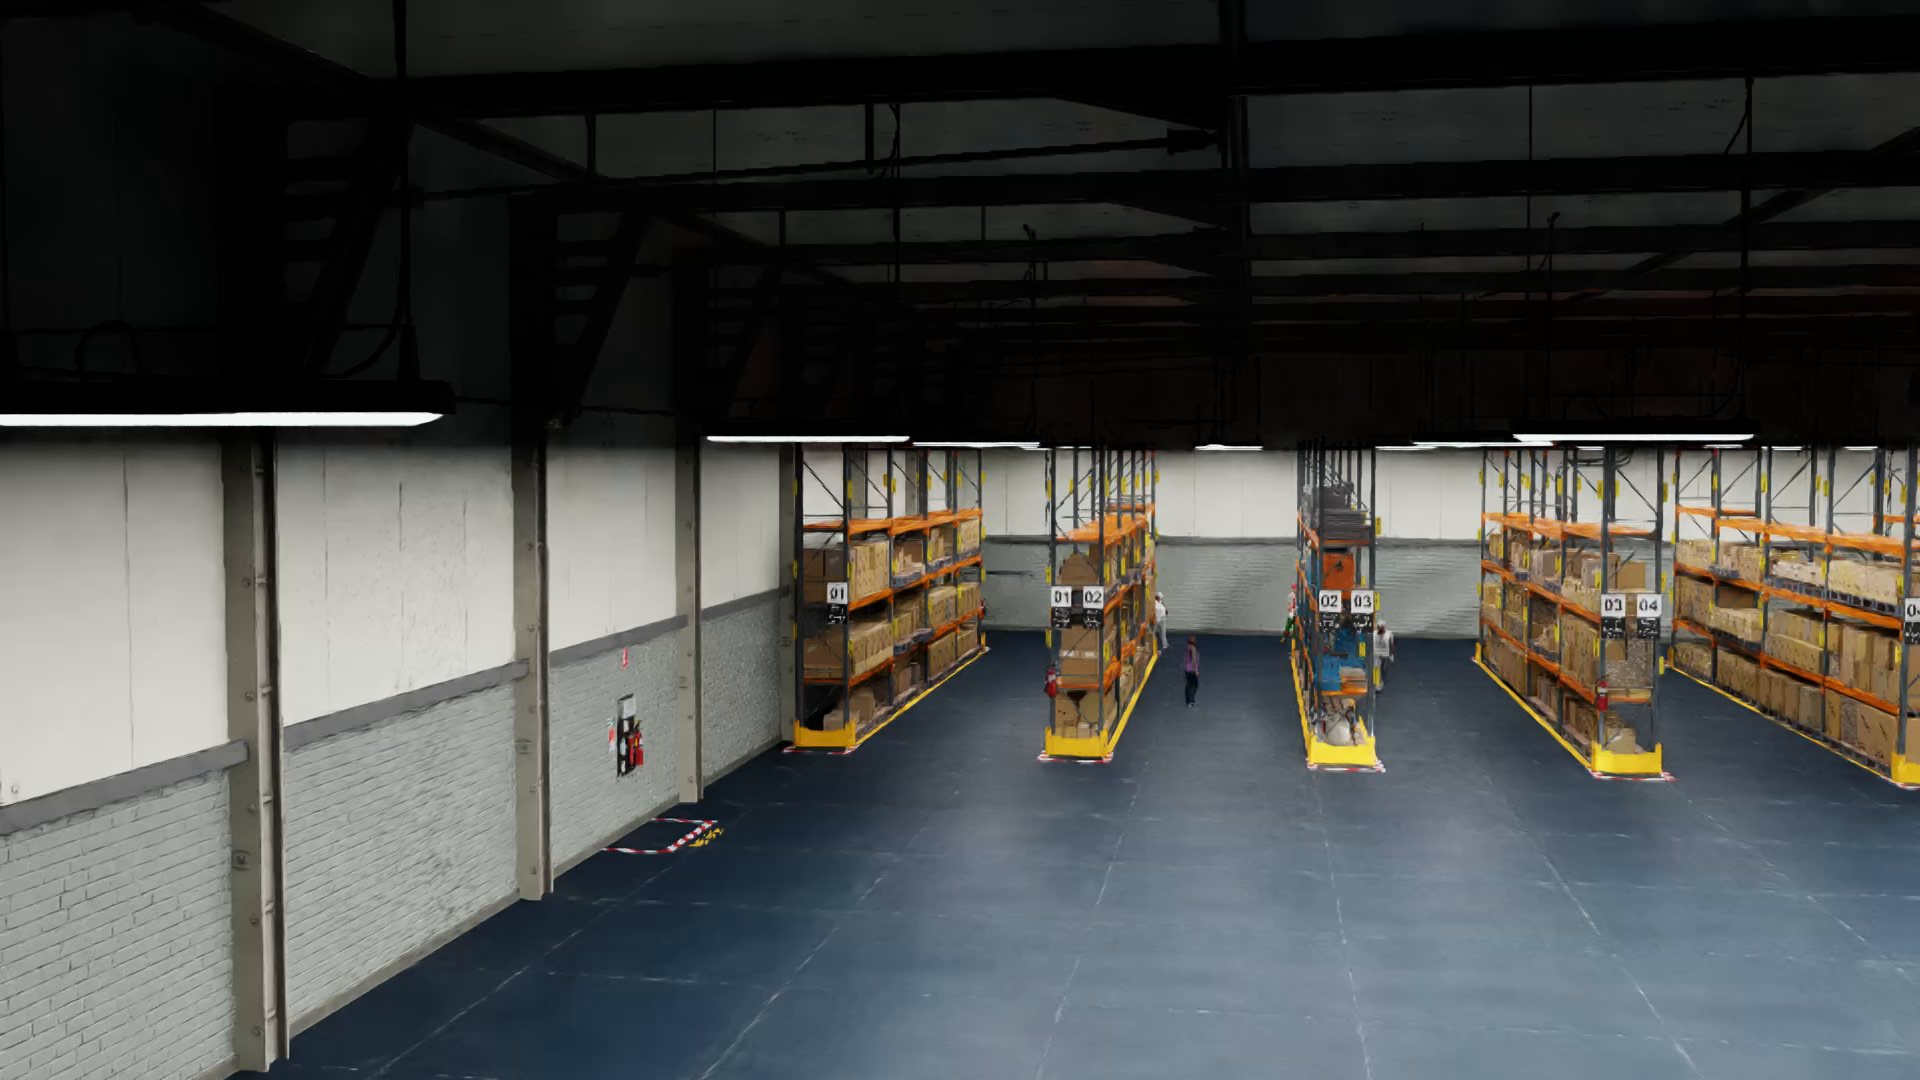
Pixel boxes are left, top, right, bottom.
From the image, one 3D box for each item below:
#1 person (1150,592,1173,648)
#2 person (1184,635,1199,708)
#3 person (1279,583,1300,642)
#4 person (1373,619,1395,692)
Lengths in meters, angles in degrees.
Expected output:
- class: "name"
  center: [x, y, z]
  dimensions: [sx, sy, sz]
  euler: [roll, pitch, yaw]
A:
- class: "person"
  center: [5.775, 2.337, 48.280]
  dimensions: [0.563, 1.649, 0.731]
  euler: [3, 4, 44]
- class: "person"
  center: [5.223, 2.959, 37.424]
  dimensions: [0.349, 1.641, 0.477]
  euler: [-1, 3, -18]
- class: "person"
  center: [9.939, 2.197, 49.899]
  dimensions: [0.711, 1.788, 0.486]
  euler: [-2, 4, -36]
- class: "person"
  center: [10.100, 2.750, 39.817]
  dimensions: [0.577, 1.733, 1.042]
  euler: [0, 3, 9]
